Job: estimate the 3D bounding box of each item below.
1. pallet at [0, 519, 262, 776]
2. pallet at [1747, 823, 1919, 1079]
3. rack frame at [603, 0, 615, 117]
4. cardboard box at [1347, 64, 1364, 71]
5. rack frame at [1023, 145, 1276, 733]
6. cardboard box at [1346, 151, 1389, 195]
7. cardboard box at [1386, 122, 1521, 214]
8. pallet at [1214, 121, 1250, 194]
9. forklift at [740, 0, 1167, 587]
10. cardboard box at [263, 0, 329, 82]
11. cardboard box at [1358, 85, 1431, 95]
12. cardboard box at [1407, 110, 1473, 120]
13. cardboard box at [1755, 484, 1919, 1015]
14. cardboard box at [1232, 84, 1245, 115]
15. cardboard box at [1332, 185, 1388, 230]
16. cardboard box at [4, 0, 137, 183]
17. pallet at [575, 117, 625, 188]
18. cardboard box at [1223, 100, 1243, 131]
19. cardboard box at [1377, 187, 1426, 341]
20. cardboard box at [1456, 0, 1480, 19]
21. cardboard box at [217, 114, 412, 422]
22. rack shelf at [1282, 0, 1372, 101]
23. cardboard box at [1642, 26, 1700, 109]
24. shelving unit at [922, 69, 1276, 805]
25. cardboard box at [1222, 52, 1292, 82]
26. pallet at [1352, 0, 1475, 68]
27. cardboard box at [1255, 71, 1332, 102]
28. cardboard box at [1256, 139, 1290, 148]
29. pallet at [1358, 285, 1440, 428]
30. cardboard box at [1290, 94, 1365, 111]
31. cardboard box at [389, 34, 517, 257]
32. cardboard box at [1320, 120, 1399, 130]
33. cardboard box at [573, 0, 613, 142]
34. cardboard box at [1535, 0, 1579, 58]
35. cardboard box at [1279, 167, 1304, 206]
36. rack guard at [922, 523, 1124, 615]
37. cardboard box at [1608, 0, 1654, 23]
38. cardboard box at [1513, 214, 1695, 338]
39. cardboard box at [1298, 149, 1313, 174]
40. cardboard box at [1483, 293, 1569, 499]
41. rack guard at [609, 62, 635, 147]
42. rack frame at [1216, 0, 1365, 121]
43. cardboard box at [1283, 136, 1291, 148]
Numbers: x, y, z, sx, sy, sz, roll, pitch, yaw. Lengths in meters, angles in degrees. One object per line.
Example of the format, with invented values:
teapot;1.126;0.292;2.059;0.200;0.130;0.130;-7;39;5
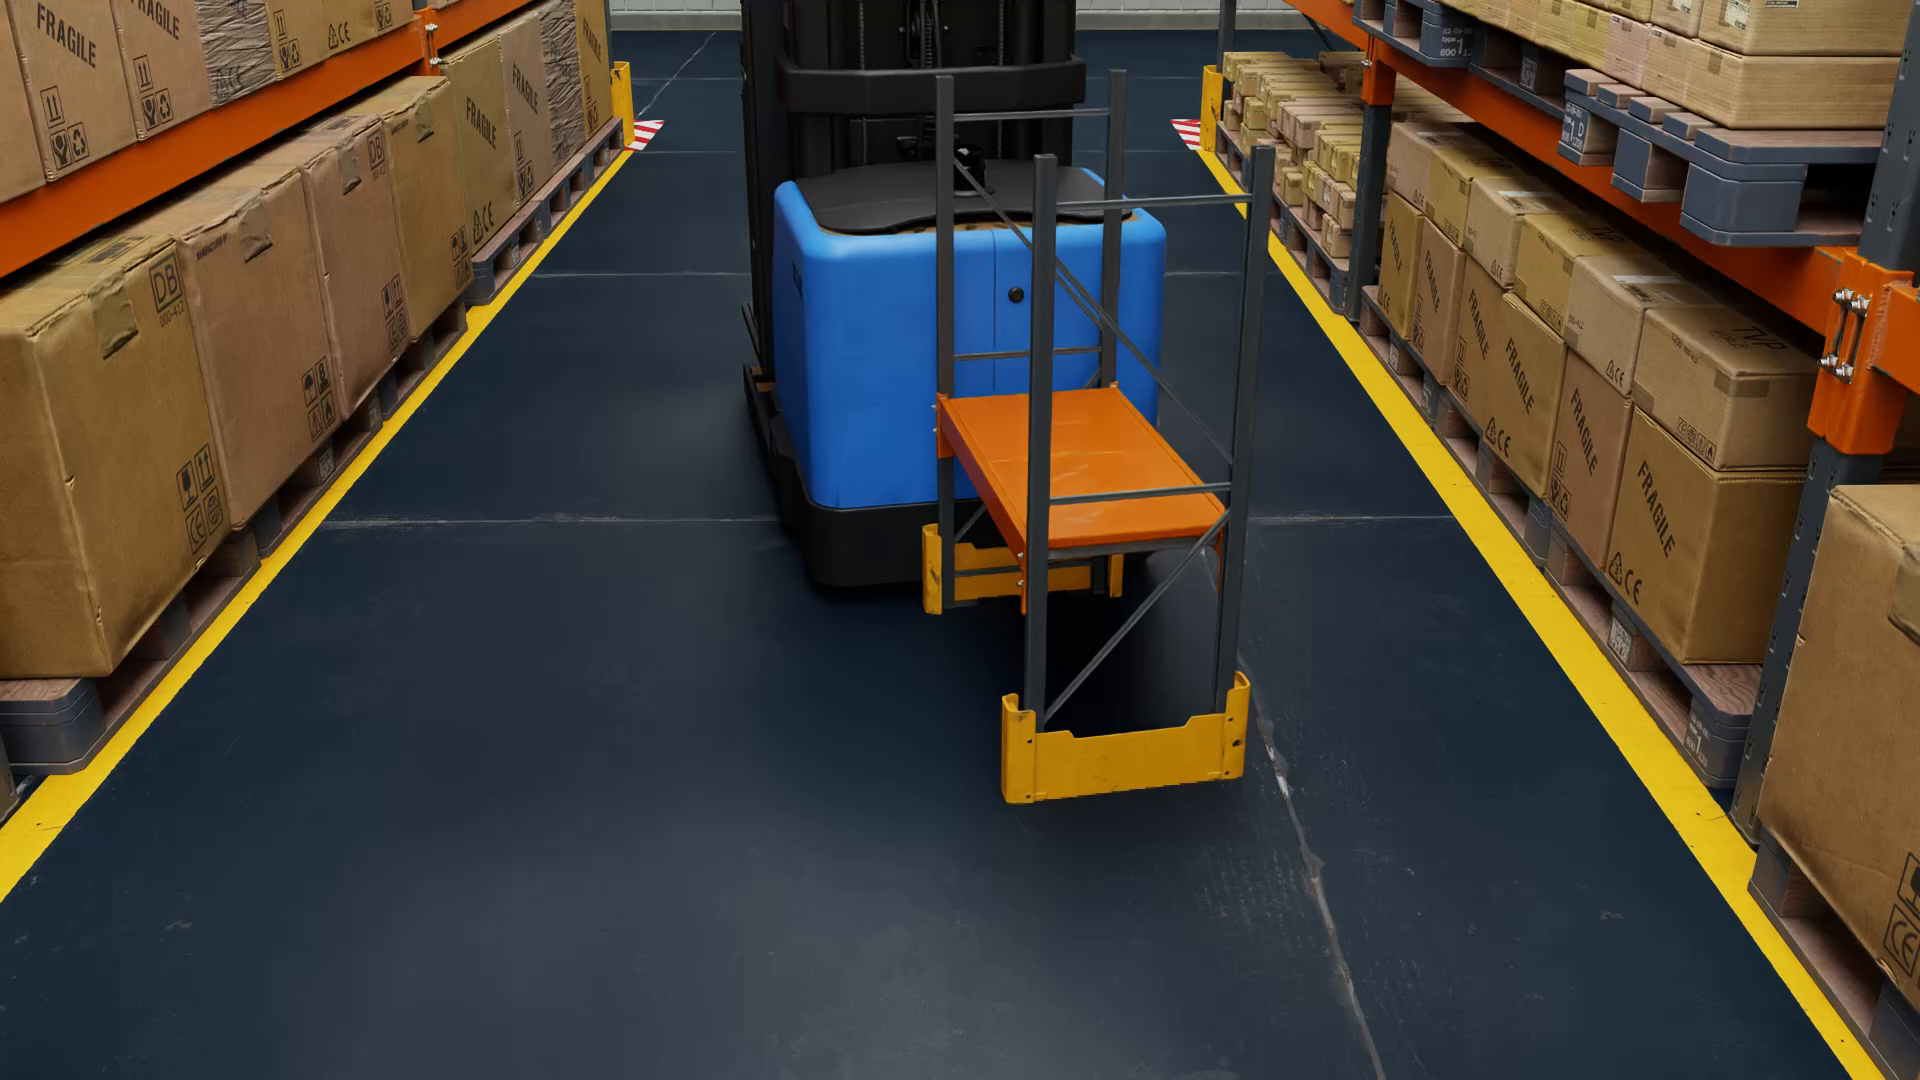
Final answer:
pallet;-2.625;0.224;4.499;1.003;0.211;1.213;0;24;-1
pallet;2.203;0.894;3.018;1.003;0.211;1.213;0;24;-1
rack frame;-2.779;-4.018;10.494;1.000;3.000;0.127;0;24;-1
cardboard box;2.516;-2.735;9.886;0.380;0.149;0.250;-1;24;-2
rack frame;0.393;-0.097;3.645;0.500;1.500;0.032;-5;25;-11
cardboard box;1.961;-1.659;7.507;0.380;0.149;0.250;0;24;1
cardboard box;1.970;-1.439;6.405;0.500;0.250;0.500;-1;24;-3
pallet;2.156;-2.362;10.216;1.003;0.211;1.213;0;24;-1
forklift;-0.214;-1.781;5.631;1.130;2.935;3.031;-5;25;-11
cardboard box;-2.446;-1.805;5.479;0.500;0.500;0.500;-1;24;-1
cardboard box;2.406;-2.409;9.164;0.380;0.149;0.250;-1;24;-2
cardboard box;2.487;-2.087;8.453;0.380;0.149;0.250;0;24;1
cardboard box;2.186;0.383;2.984;1.050;0.750;0.750;-1;24;-1
cardboard box;1.878;-2.696;10.161;0.380;0.149;0.250;0;24;-1
cardboard box;1.904;-1.507;7.530;0.380;0.149;0.250;0;24;0
cardboard box;-2.433;-1.181;4.100;0.500;0.500;0.500;-1;24;-2
pallet;-2.692;-2.418;10.341;1.003;0.211;1.213;0;24;-1
cardboard box;1.868;-2.674;10.472;0.380;0.149;0.250;0;24;1
cardboard box;1.969;-1.097;6.560;0.500;0.500;0.500;1;24;1
cardboard box;1.790;-1.725;5.219;0.380;0.149;0.250;-1;24;-2
cardboard box;-2.698;-0.961;5.804;1.225;0.875;0.875;-1;24;-2
rack shelf;2.204;-2.847;8.777;1.077;0.370;4.000;0;24;-1
cardboard box;1.803;-1.083;3.799;0.380;0.149;0.250;0;24;-1
shelving unit;0.287;-0.306;4.106;0.587;1.500;1.083;-5;25;-11
cardboard box;1.848;-2.945;10.349;0.380;0.149;0.250;-1;24;-3
pallet;2.089;-1.947;6.149;1.003;0.211;1.213;0;24;-1
cardboard box;1.931;-2.625;9.643;0.380;0.149;0.250;-1;24;-3
cardboard box;1.869;-2.150;9.315;0.380;0.149;0.250;-1;24;-3
pallet;2.236;-0.759;6.672;1.003;0.211;1.213;0;24;-1
cardboard box;1.981;-2.299;8.922;0.380;0.149;0.250;0;24;0
cardboard box;-2.662;-1.865;7.803;0.875;0.875;0.875;0;24;-1
cardboard box;1.984;-1.974;8.203;0.380;0.149;0.250;1;24;1
cardboard box;-2.692;-2.978;10.263;0.875;0.875;0.875;0;24;-1
cardboard box;1.797;-1.402;4.506;0.380;0.149;0.250;-1;24;-3
cardboard box;1.869;-1.829;8.605;0.380;0.149;0.250;0;24;-1
rack guard;0.184;0.063;4.808;0.587;0.250;0.087;-5;25;-11
cardboard box;1.798;-1.335;3.995;0.380;0.149;0.250;0;24;1
cardboard box;1.993;-0.794;4.980;0.500;0.250;0.500;0;24;1
cardboard box;1.941;-1.937;8.482;0.380;0.149;0.250;0;24;1
cardboard box;1.977;-0.456;5.143;0.500;0.500;0.500;-1;24;-3
rack guard;-2.779;-2.889;11.031;1.175;0.500;0.348;0;24;-1
rack frame;2.182;-3.999;10.451;1.000;3.000;0.127;0;24;-1
cardboard box;2.005;-2.269;9.217;0.380;0.149;0.250;1;24;2
